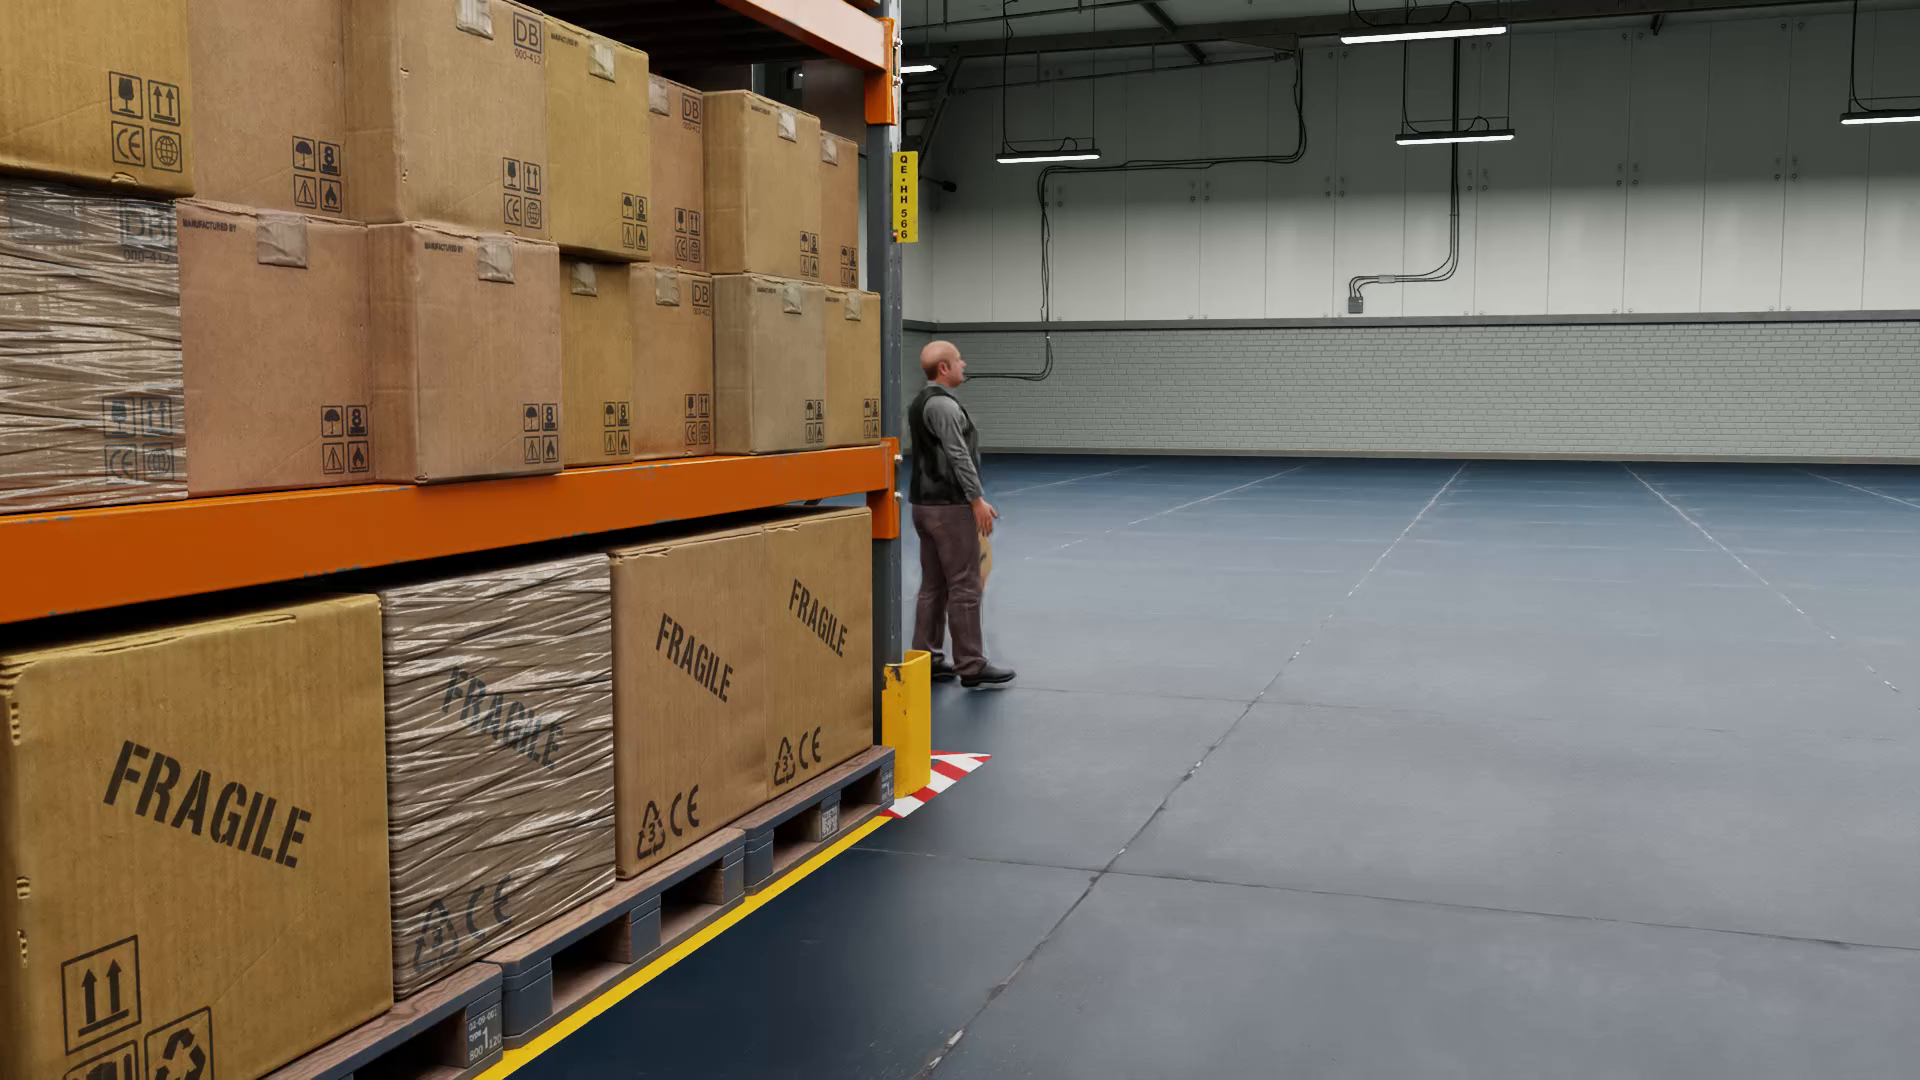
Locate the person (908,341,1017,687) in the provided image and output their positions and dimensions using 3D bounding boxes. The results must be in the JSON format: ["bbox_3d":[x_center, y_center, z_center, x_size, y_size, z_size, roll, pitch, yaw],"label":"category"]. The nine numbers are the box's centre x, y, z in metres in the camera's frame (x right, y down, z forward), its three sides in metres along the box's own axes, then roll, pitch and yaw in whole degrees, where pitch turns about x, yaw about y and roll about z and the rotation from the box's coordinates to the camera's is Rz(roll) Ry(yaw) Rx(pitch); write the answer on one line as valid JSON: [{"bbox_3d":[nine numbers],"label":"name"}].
[{"bbox_3d":[0.003,-0.138,8.424,0.512,1.728,0.543,-1,5,-14],"label":"person"}]
